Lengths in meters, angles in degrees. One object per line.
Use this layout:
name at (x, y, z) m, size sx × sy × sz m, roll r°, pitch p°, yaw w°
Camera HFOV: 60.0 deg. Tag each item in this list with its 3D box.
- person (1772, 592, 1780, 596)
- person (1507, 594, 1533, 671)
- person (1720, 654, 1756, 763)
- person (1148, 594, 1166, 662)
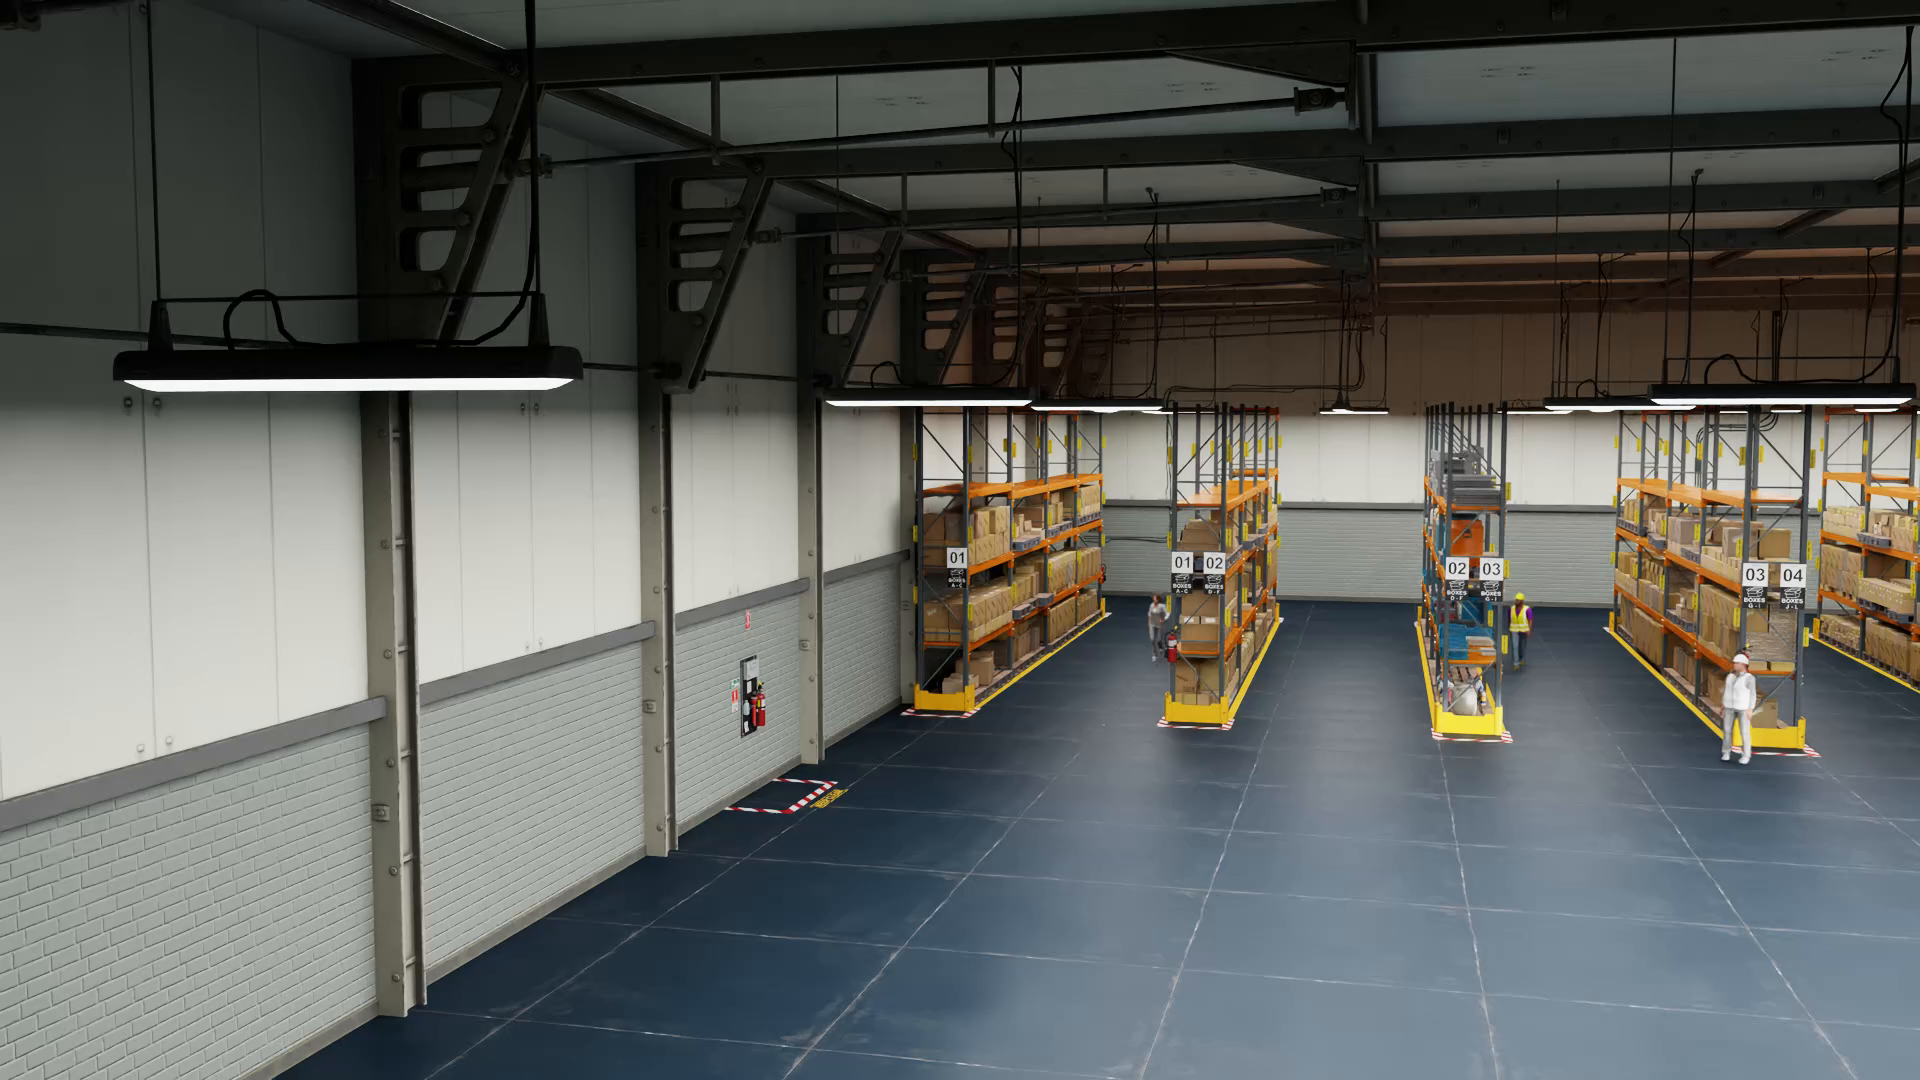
person at (21.220, 1.622, 43.300) m, size 0.517 × 1.725 × 1.053 m, roll 2°, pitch 5°, yaw 23°
person at (12.705, 2.080, 37.697) m, size 0.522 × 1.726 × 1.031 m, roll 1°, pitch 4°, yaw 11°
person at (12.911, 2.788, 27.610) m, size 0.568 × 1.780 × 0.399 m, roll 4°, pitch 6°, yaw 44°
person at (2.637, 2.170, 37.721) m, size 3.486 × 1.589 × 4.792 m, roll 1°, pitch 4°, yaw 17°
